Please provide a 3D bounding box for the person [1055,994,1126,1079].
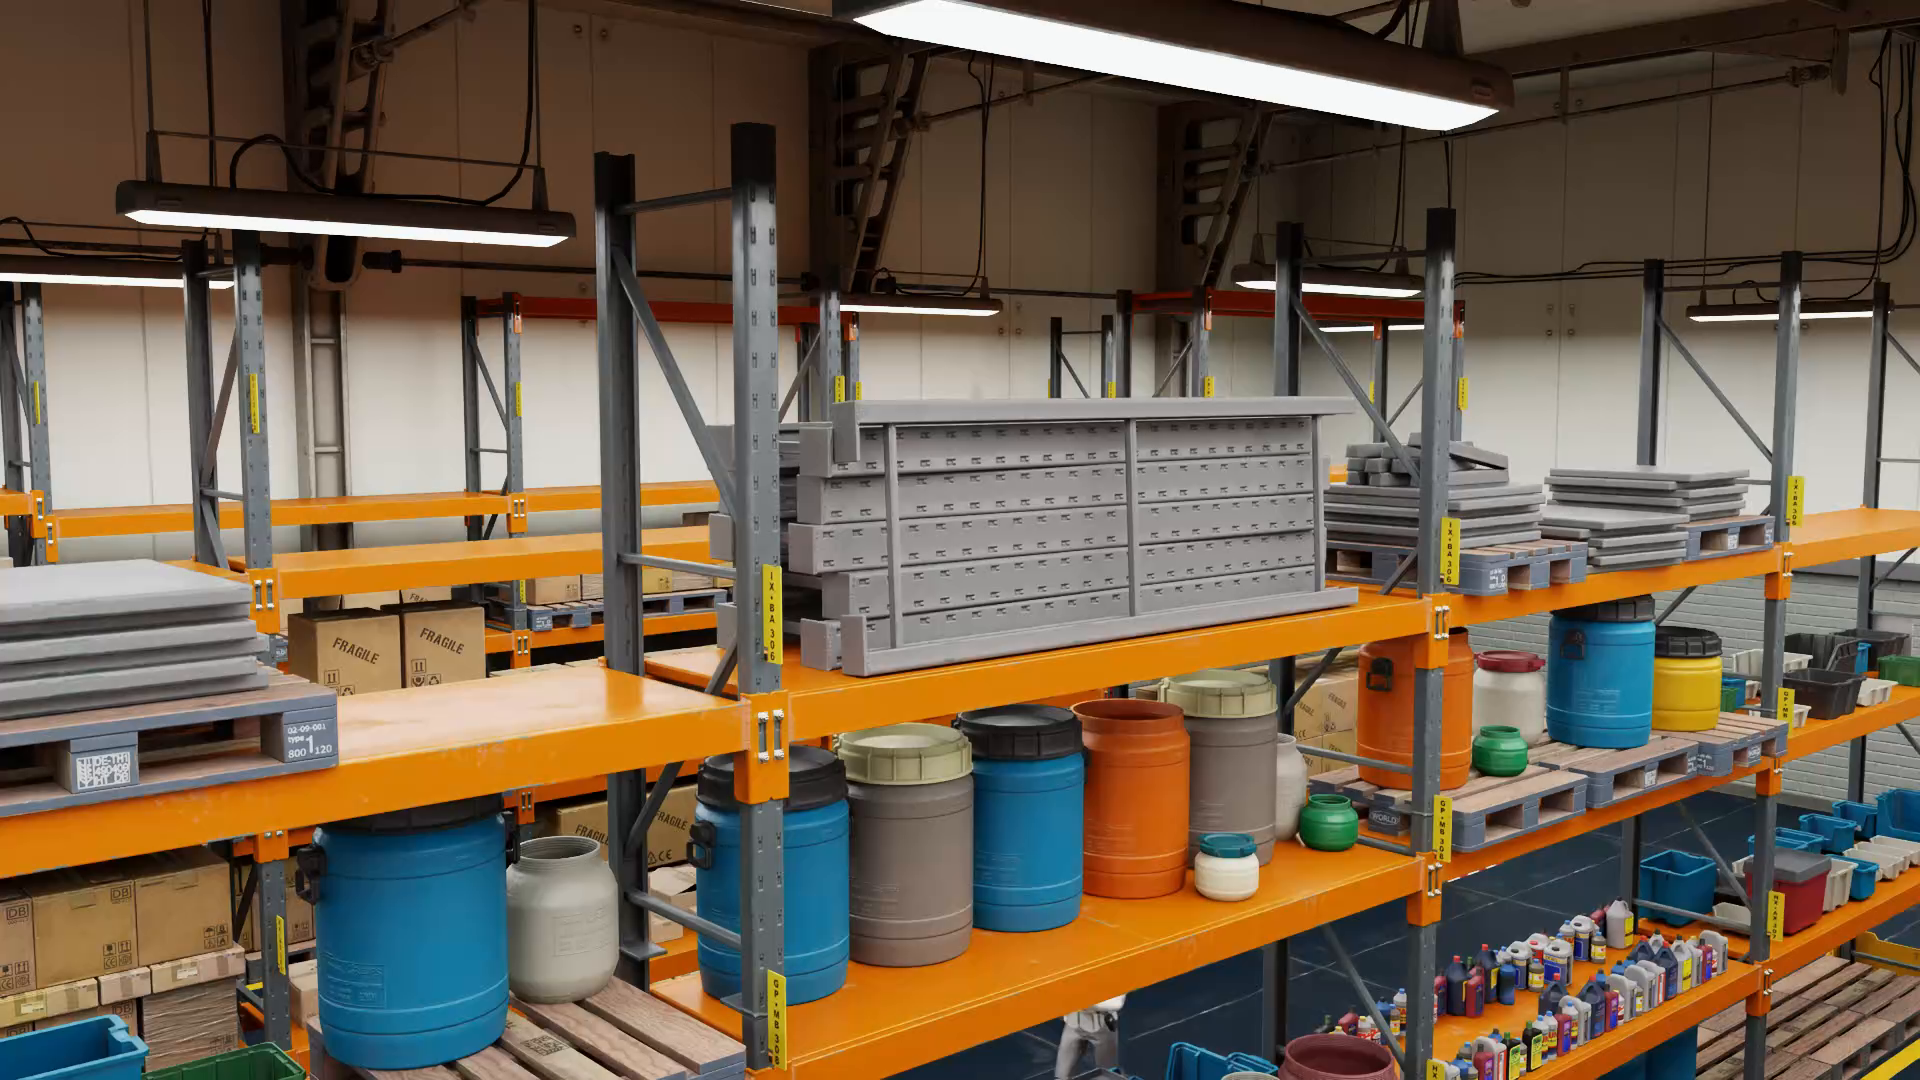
[{"bbox_3d":[0.877,3.270,11.055,0.587,1.742,0.791,4,7,37],"label":"person"}]
